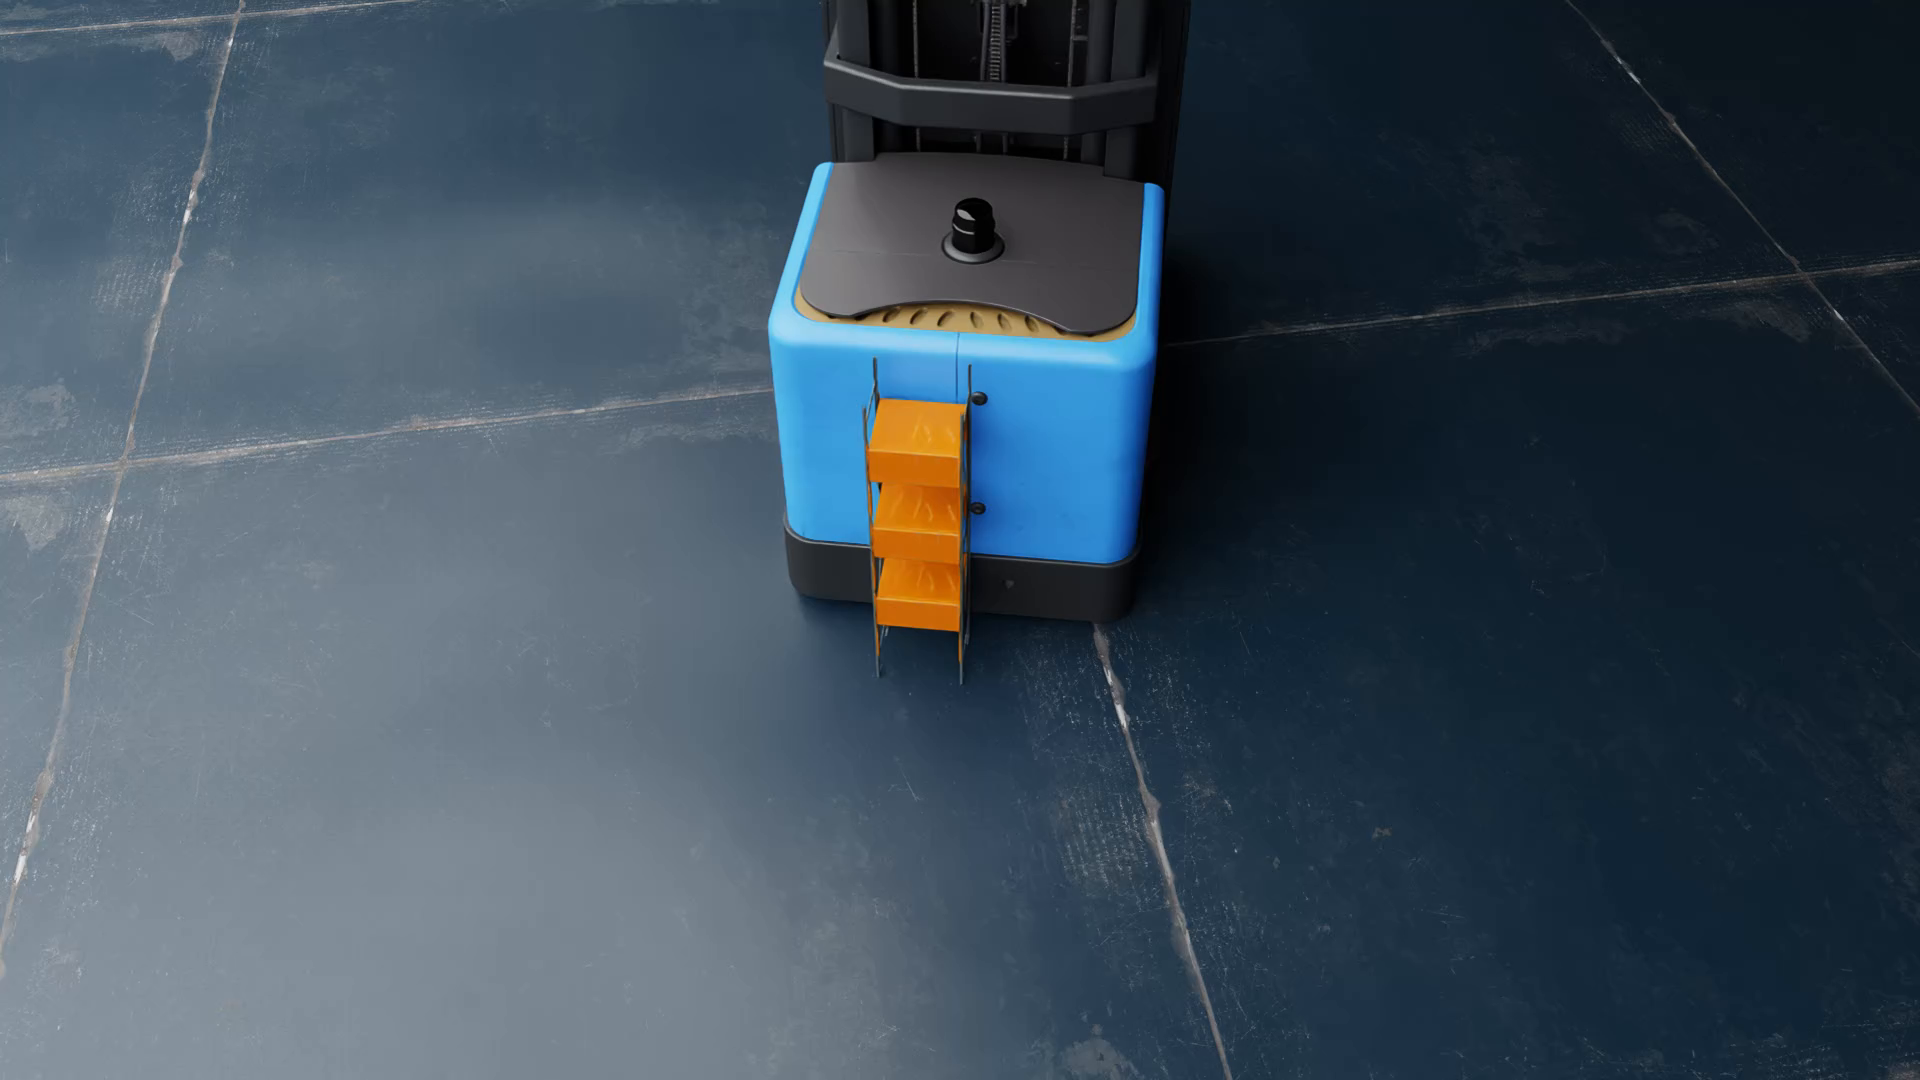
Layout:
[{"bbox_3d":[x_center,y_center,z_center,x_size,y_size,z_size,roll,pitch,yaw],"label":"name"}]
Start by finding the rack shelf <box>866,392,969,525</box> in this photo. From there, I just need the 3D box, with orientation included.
[{"bbox_3d":[-0.106,-0.212,4.346,0.240,0.259,0.215,5,46,4],"label":"rack shelf"}]

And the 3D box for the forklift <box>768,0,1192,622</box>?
[{"bbox_3d":[0.162,-1.841,4.989,1.130,2.935,3.031,5,46,4],"label":"forklift"}]

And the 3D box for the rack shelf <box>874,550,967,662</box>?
[{"bbox_3d":[-0.106,0.177,4.751,0.240,0.259,0.215,5,46,4],"label":"rack shelf"}]

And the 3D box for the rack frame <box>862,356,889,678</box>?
[{"bbox_3d":[-0.228,-0.033,4.552,0.008,1.050,0.200,5,46,4],"label":"rack frame"}]

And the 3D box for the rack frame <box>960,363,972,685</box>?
[{"bbox_3d":[0.015,-0.013,4.533,0.008,1.050,0.200,5,46,4],"label":"rack frame"}]

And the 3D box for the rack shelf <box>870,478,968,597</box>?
[{"bbox_3d":[-0.106,-0.016,4.551,0.240,0.259,0.215,5,46,4],"label":"rack shelf"}]

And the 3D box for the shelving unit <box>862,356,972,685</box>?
[{"bbox_3d":[-0.106,-0.023,4.543,0.252,1.050,0.215,5,46,4],"label":"shelving unit"}]
